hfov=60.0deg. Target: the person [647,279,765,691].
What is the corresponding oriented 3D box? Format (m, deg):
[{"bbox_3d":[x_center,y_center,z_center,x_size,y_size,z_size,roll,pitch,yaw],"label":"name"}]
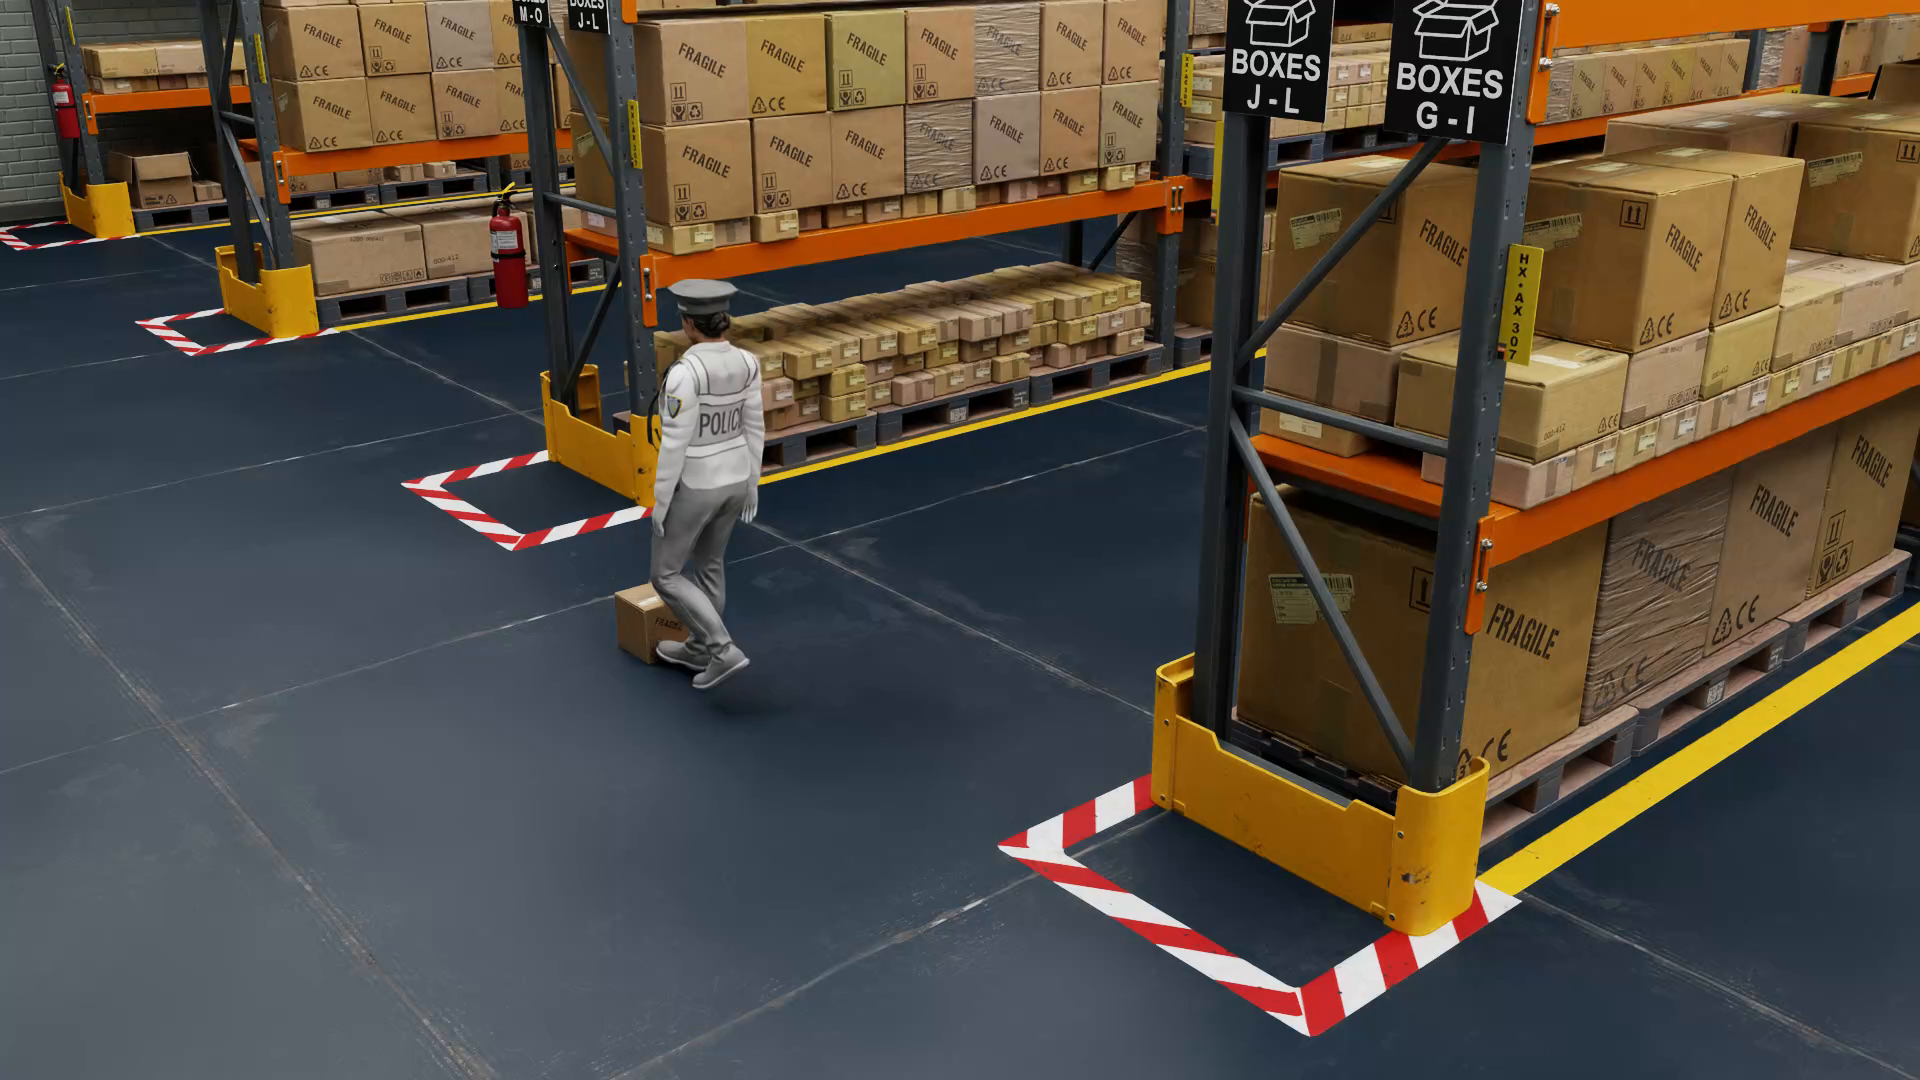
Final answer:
[{"bbox_3d":[-1.037,-0.208,6.562,0.633,1.651,0.504,15,26,34],"label":"person"}]
